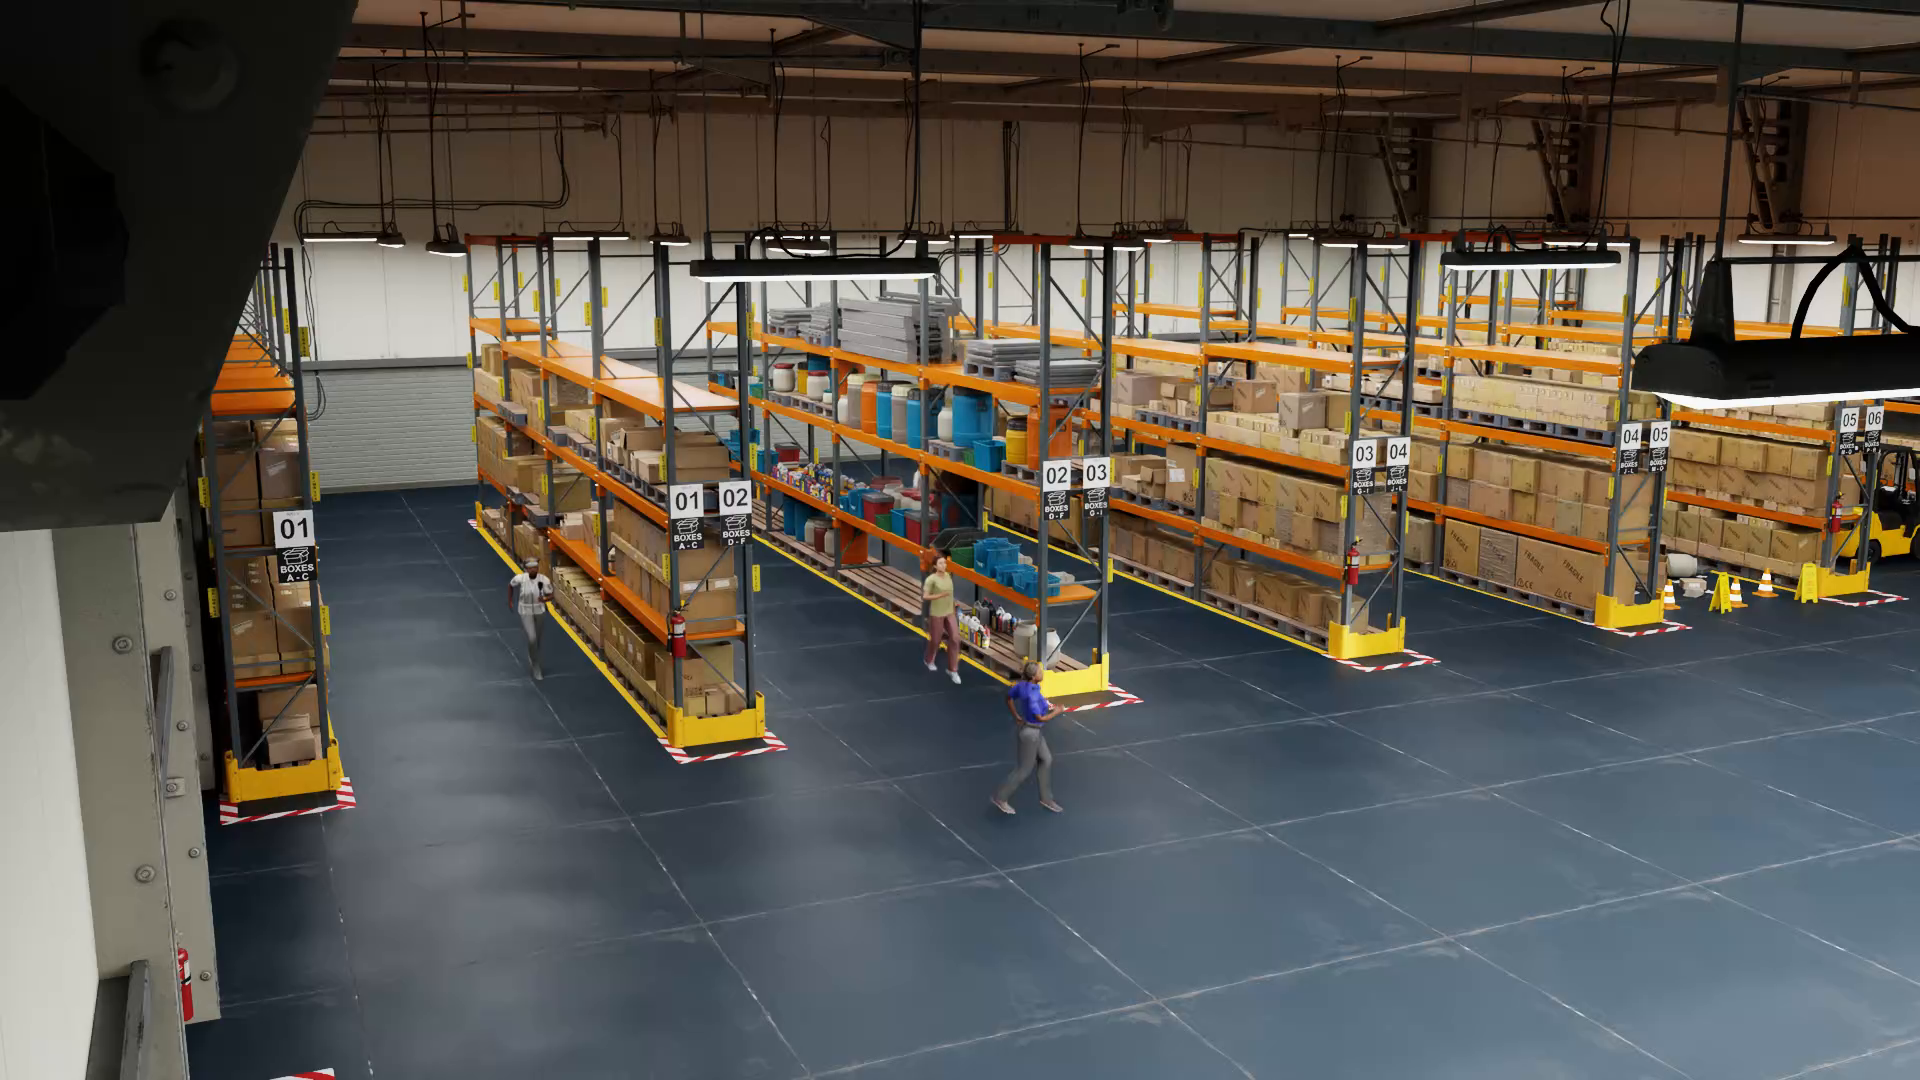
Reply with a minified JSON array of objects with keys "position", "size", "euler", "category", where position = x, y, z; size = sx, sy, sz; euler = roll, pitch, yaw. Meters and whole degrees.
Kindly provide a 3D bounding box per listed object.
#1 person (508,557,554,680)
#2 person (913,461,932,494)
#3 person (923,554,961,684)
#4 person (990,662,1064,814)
[{"position":[-5.994,1.057,23.316],"size":[0.599,1.736,0.815],"euler":[-4,12,-21],"category":"person"},{"position":[-0.732,-0.803,33.049],"size":[0.518,1.629,0.690],"euler":[-8,13,-35],"category":"person"},{"position":[-0.257,1.040,22.487],"size":[0.565,1.711,0.768],"euler":[-6,13,-29],"category":"person"},{"position":[0.720,2.131,17.753],"size":[0.805,1.708,0.603],"euler":[-1,11,-6],"category":"person"}]
